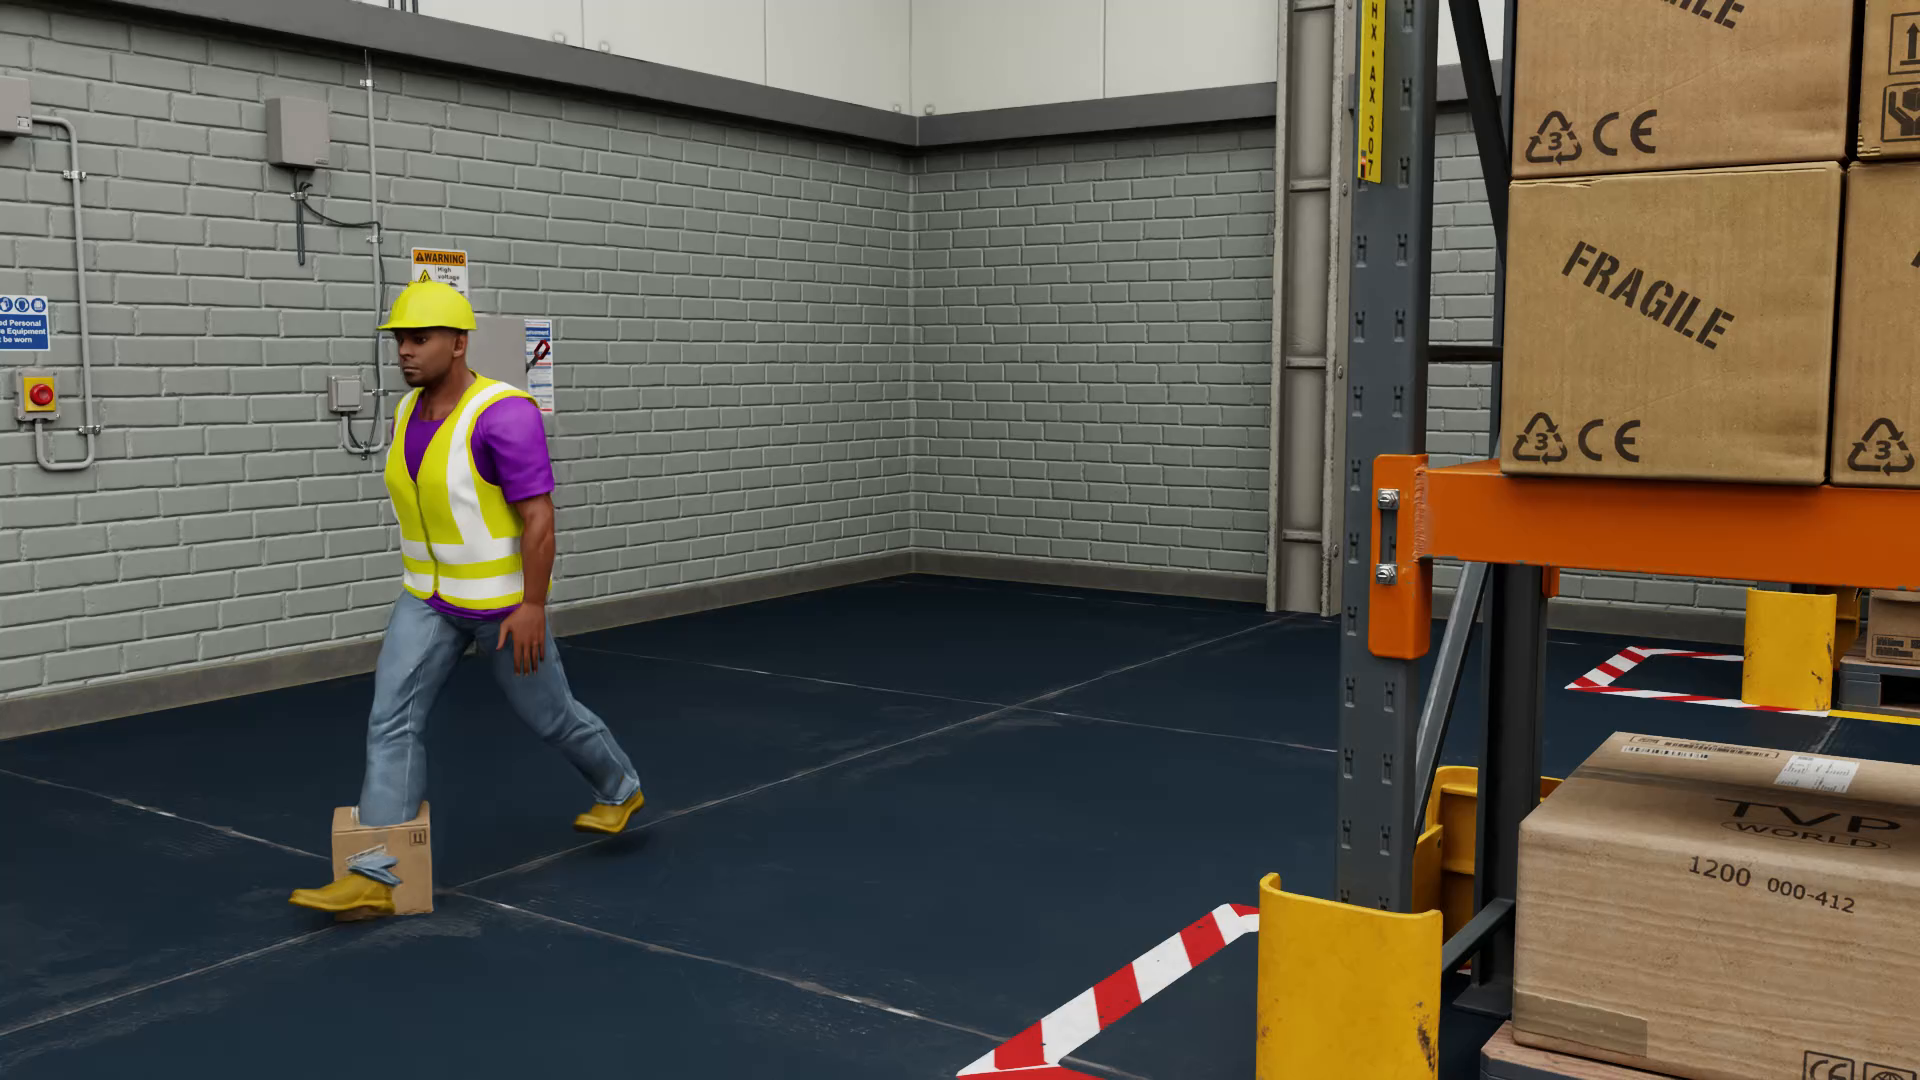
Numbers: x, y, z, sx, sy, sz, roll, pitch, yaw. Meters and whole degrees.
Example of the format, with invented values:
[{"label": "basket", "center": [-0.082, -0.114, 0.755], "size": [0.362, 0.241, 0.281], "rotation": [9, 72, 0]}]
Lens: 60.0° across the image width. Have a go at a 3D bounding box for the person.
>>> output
[{"label": "person", "center": [-1.335, 0.143, 4.649], "size": [0.587, 1.702, 1.132], "rotation": [3, 7, 27]}]
